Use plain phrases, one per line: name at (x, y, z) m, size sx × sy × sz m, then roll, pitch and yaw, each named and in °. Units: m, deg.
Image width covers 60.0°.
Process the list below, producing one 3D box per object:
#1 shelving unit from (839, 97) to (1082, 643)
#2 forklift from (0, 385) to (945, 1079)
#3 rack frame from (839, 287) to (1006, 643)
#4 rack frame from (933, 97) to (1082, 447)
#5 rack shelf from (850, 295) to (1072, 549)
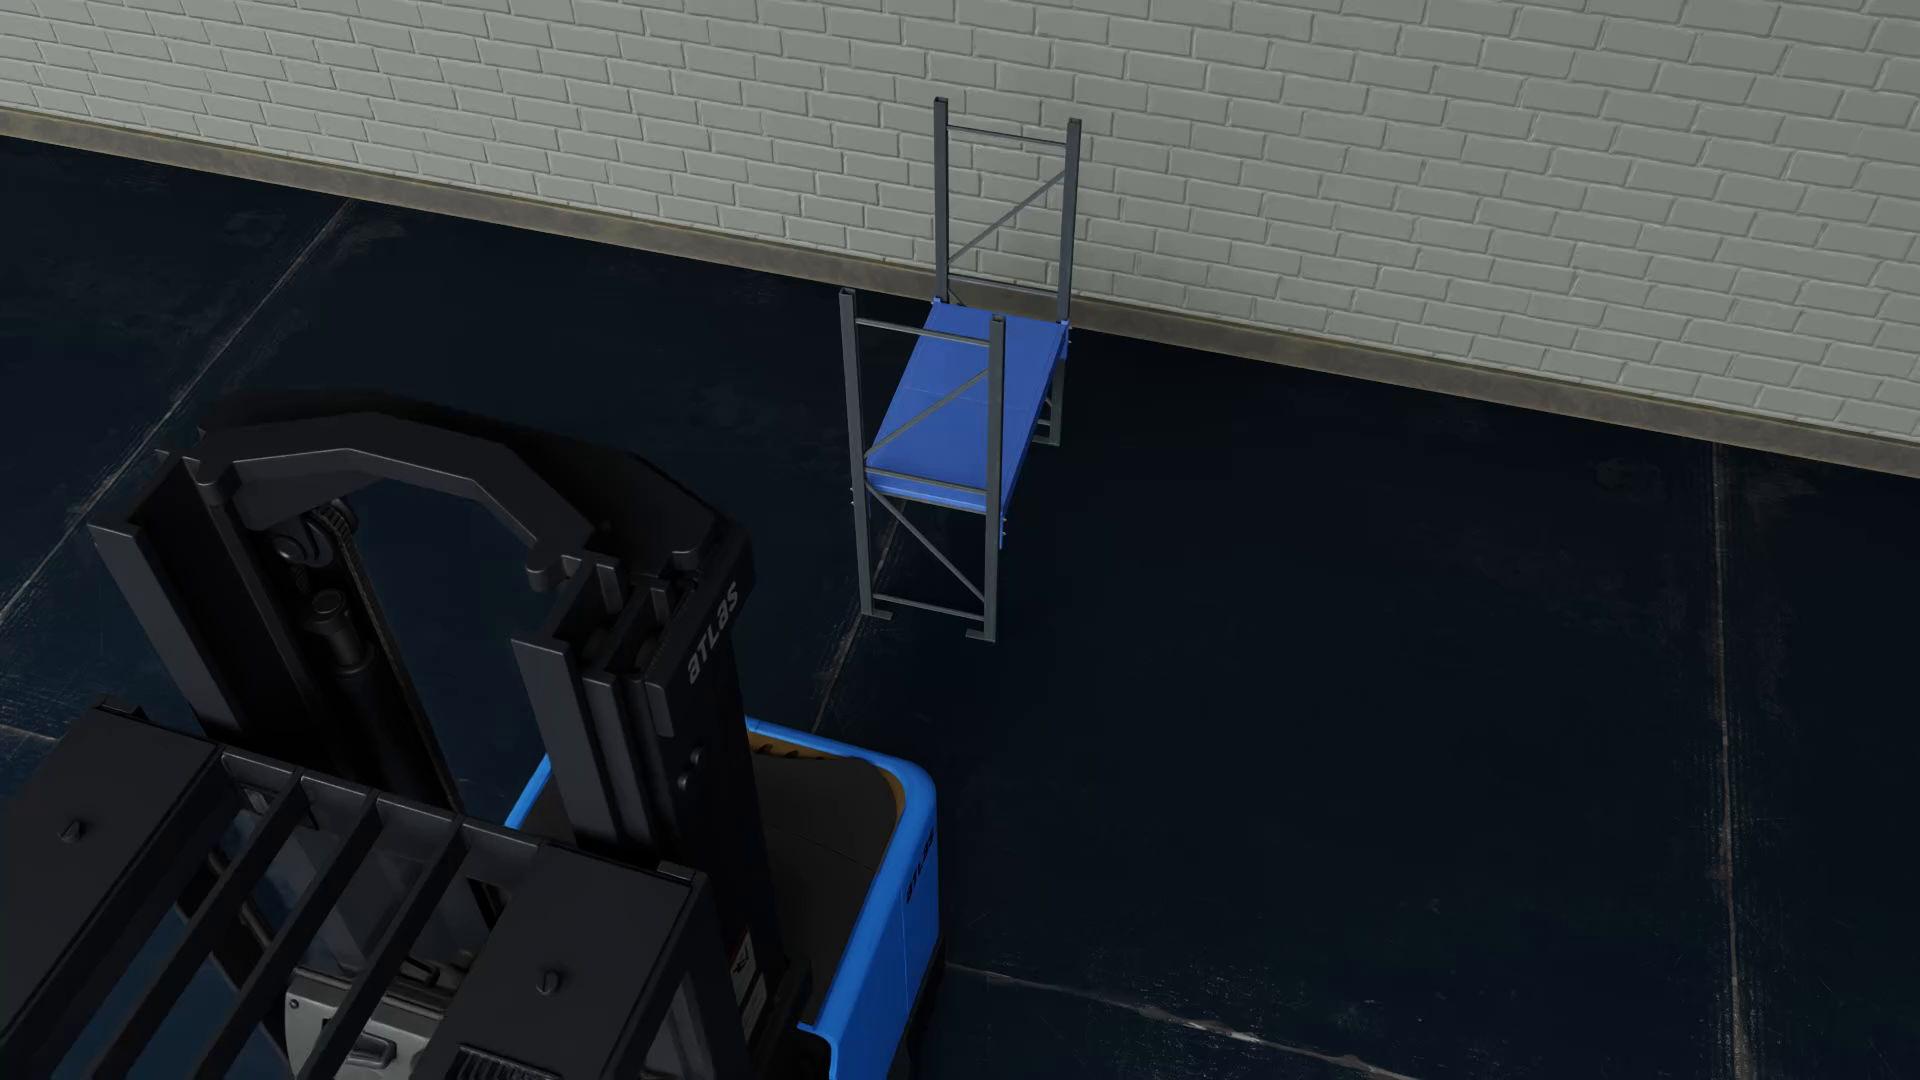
shelving unit at (0.022, -0.558, 5.742) m, size 0.538 × 1.500 × 1.048 m, roll 12°, pitch 50°, yaw 10°
forklift at (-0.986, 1.271, 3.173) m, size 1.130 × 2.935 × 3.031 m, roll 14°, pitch 50°, yaw 12°
rack frame at (-0.111, -0.190, 5.418) m, size 0.500 × 1.500 × 0.032 m, roll 12°, pitch 50°, yaw 10°
rack frame at (0.156, -0.926, 6.067) m, size 0.500 × 1.500 × 0.032 m, roll 12°, pitch 50°, yaw 10°
rack shelf at (0.022, -0.439, 5.877) m, size 0.538 × 0.185 × 1.000 m, roll 12°, pitch 50°, yaw 10°
